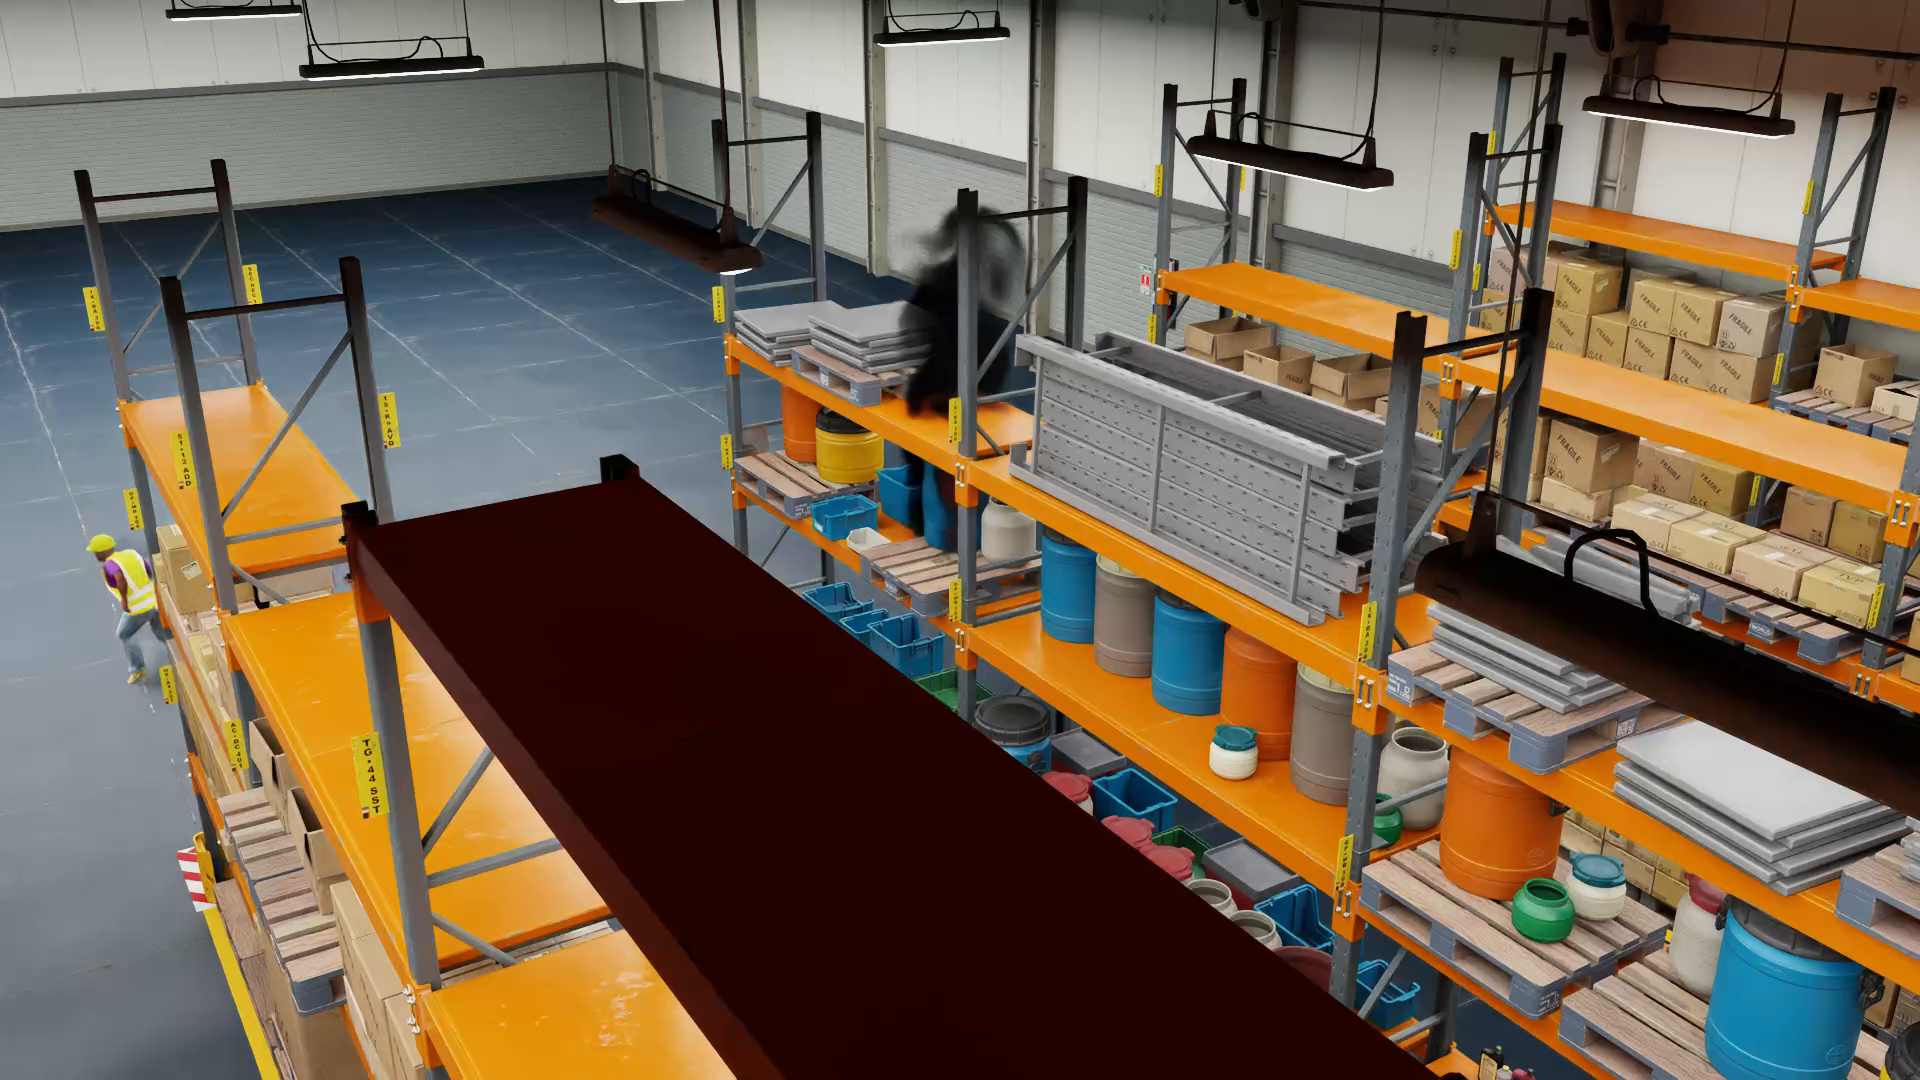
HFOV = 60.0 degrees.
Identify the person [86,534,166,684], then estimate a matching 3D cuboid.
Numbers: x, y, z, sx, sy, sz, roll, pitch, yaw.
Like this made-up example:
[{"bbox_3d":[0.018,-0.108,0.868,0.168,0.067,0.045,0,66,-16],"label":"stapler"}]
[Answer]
[{"bbox_3d":[-8.469,0.761,17.334,1.040,1.716,0.747,2,22,5],"label":"person"}]
